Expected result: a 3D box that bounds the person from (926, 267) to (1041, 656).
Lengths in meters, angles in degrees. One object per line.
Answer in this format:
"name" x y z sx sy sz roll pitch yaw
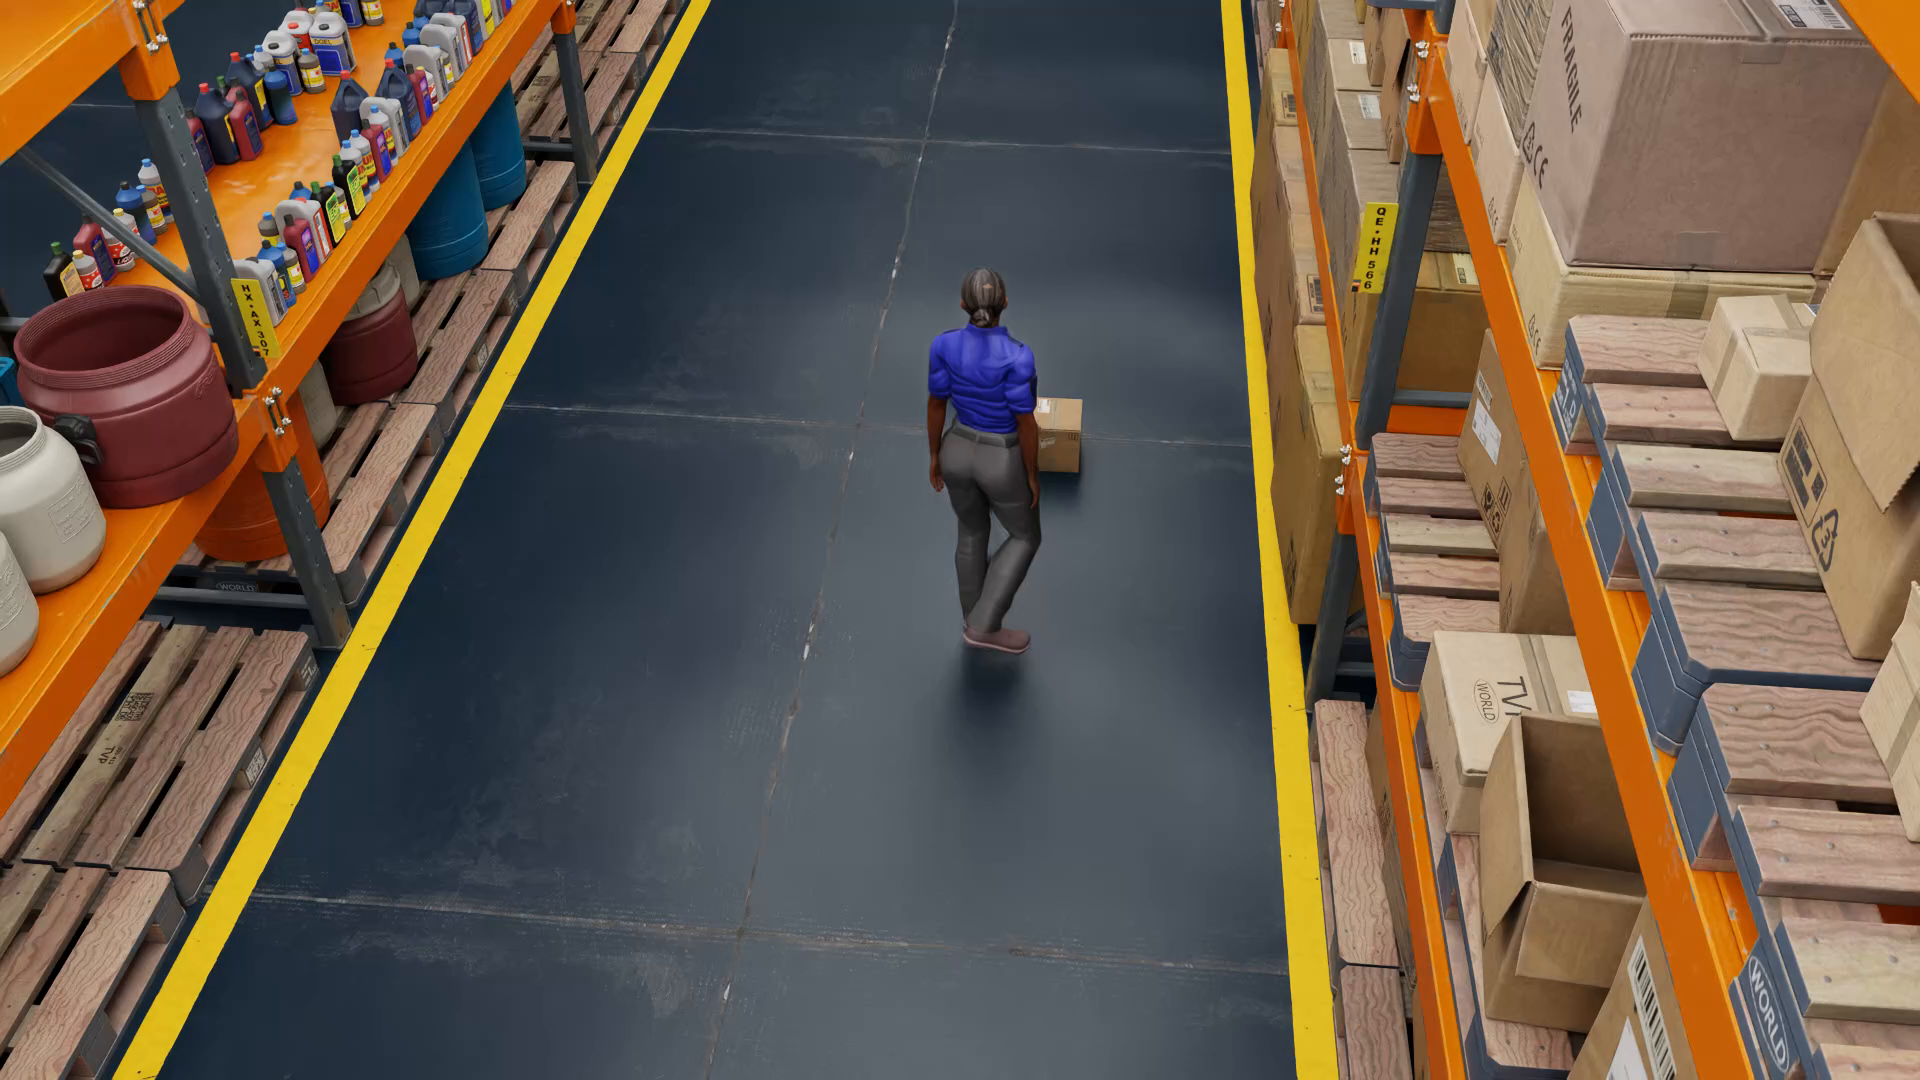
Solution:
"person" 0.083 -0.252 6.458 0.523 1.650 0.527 17 43 19
